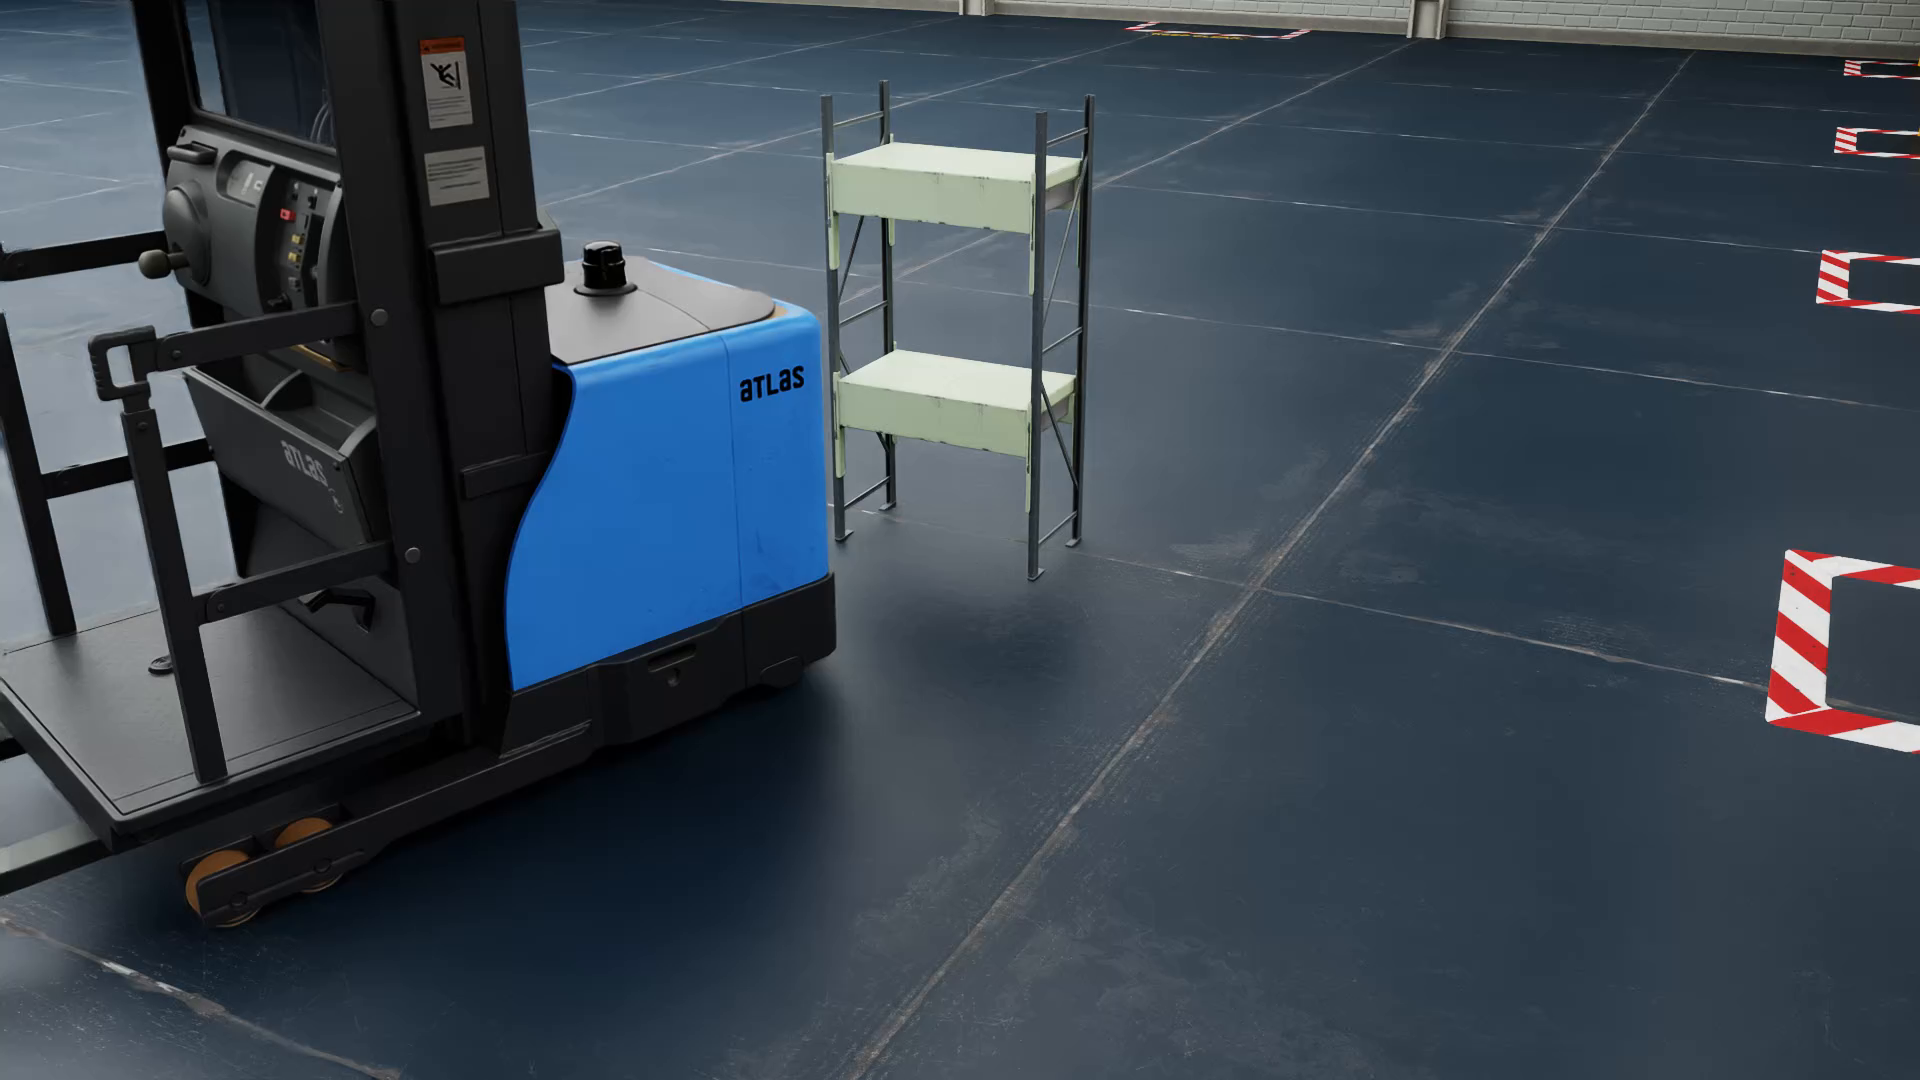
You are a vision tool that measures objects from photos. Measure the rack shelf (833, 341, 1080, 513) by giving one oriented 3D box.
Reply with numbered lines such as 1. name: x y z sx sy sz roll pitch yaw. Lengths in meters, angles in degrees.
1. rack shelf: -0.006 -0.391 5.587 0.720 0.370 0.431 11 25 25

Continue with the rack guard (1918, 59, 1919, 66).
1. rack guard: 9.992 -5.007 16.884 0.348 0.500 1.175 11 25 25

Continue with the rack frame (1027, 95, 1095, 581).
1. rack frame: 0.321 -0.627 5.307 0.023 1.500 0.400 11 25 25

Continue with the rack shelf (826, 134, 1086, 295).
1. rack shelf: -0.006 -1.050 5.307 0.720 0.370 0.431 11 25 25

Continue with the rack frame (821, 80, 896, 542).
1. rack frame: -0.333 -0.756 5.611 0.023 1.500 0.400 11 25 25

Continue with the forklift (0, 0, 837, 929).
1. forklift: -1.775 -0.714 3.683 3.031 2.935 1.130 -20 30 -39

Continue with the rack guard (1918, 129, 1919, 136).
1. rack guard: 7.671 -3.294 12.856 0.348 0.500 1.175 11 25 25

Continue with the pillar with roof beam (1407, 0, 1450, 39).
1. pillar with roof beam: 3.643 -8.666 14.628 0.400 9.000 9.100 11 25 25

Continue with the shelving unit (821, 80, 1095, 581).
1. shelving unit: -0.006 -0.691 5.459 0.755 1.500 0.431 11 25 25

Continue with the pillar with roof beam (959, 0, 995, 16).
1. pillar with roof beam: -1.712 -9.725 17.119 0.400 9.000 9.100 11 25 25
